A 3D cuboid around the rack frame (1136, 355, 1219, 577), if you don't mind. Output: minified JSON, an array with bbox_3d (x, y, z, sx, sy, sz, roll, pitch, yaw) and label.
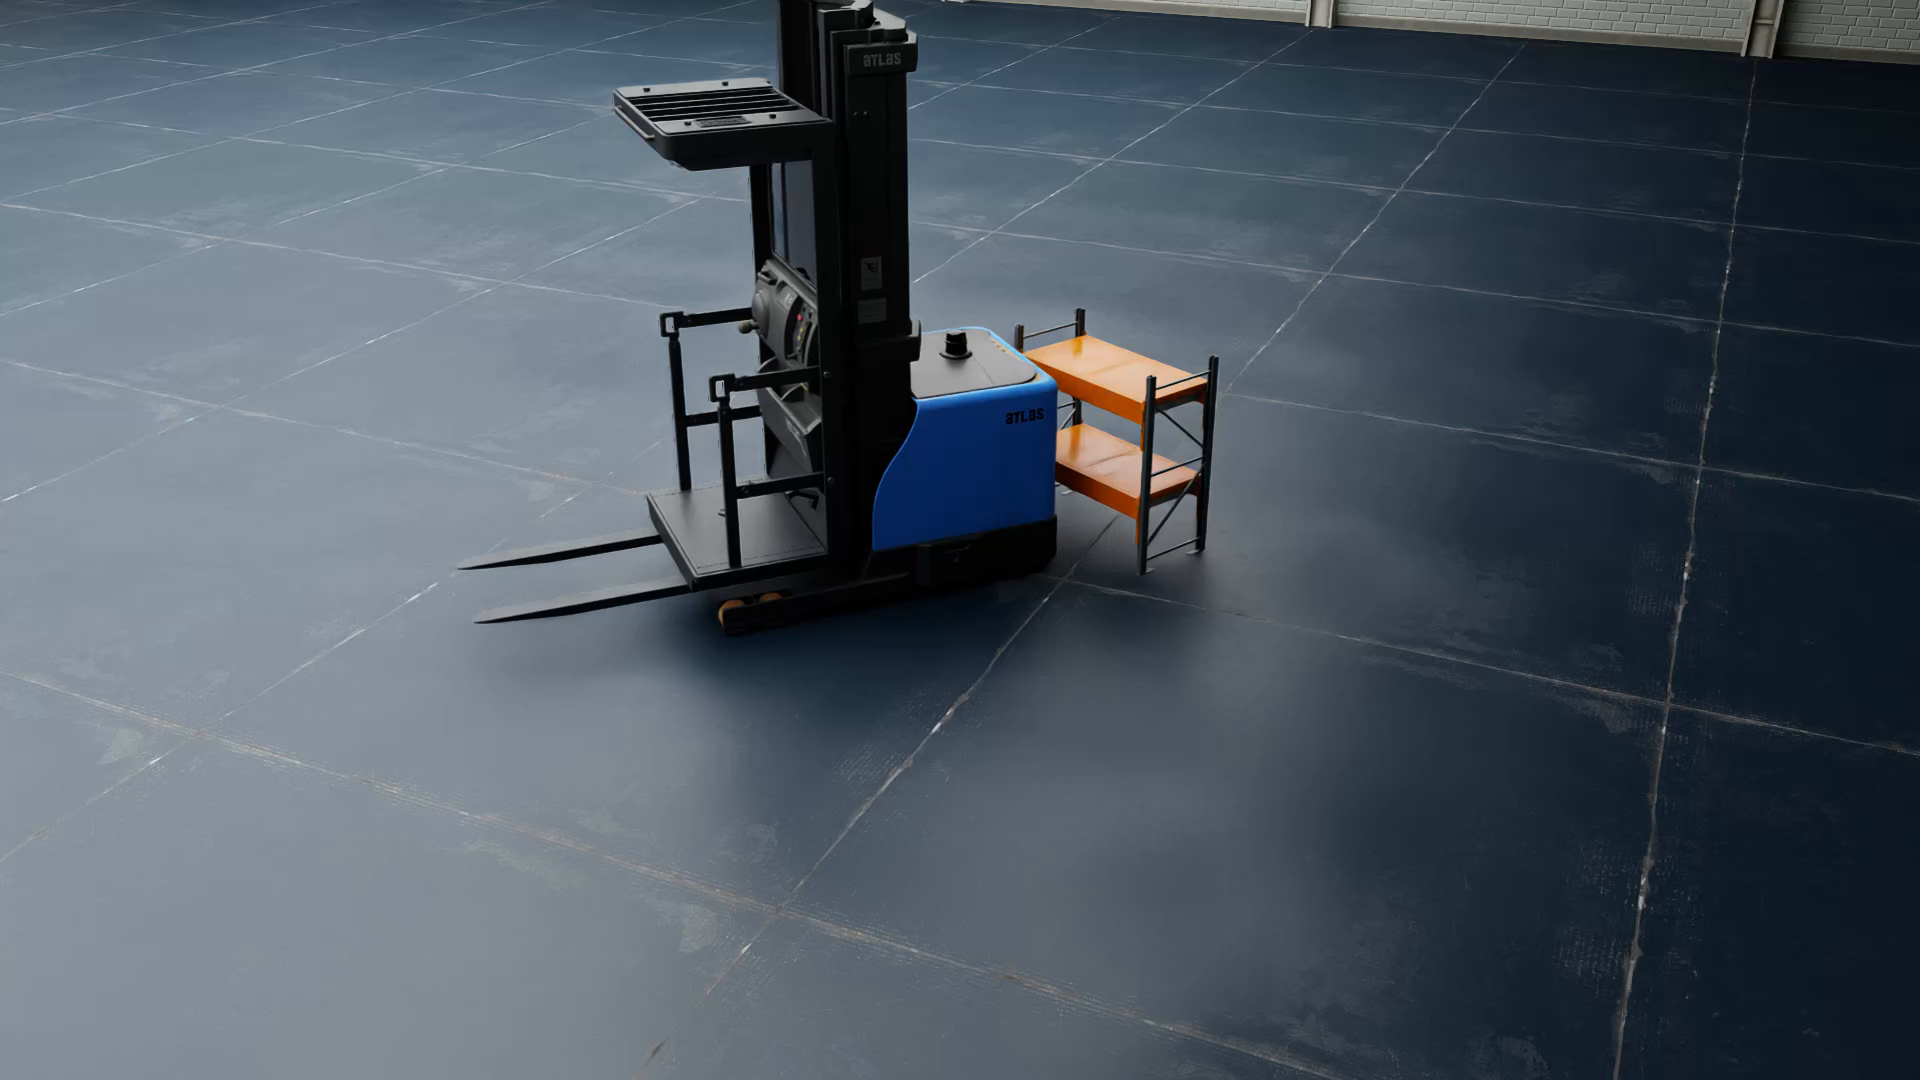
[{"bbox_3d":[1.143,-0.385,8.758,0.500,1.125,0.032,-20,32,-35],"label":"rack frame"}]

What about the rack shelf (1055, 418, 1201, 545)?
[{"bbox_3d":[0.821,-0.339,9.219,0.538,0.278,1.000,-20,32,-35],"label":"rack shelf"}]

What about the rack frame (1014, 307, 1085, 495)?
[{"bbox_3d":[0.500,-0.733,9.465,0.500,1.125,0.032,-20,32,-35],"label":"rack frame"}]

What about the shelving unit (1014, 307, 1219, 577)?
[{"bbox_3d":[0.821,-0.559,9.111,0.538,1.125,1.048,-20,32,-35],"label":"shelving unit"}]

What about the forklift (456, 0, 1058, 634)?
[{"bbox_3d":[-1.052,-1.112,8.191,3.031,2.935,1.130,-10,28,-20],"label":"forklift"}]

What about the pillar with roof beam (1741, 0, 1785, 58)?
[{"bbox_3d":[9.079,-8.913,17.166,0.400,9.000,9.100,11,28,22],"label":"pillar with roof beam"}]

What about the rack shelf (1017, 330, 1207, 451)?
[{"bbox_3d":[0.821,-0.821,8.982,0.538,0.278,1.000,-20,32,-35],"label":"rack shelf"}]

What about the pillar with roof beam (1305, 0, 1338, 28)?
[{"bbox_3d":[3.618,-10.010,19.394,0.400,9.000,9.100,11,28,22],"label":"pillar with roof beam"}]

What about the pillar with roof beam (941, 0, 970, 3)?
[{"bbox_3d":[-1.844,-11.107,21.622,0.400,9.000,9.100,11,28,22],"label":"pillar with roof beam"}]
